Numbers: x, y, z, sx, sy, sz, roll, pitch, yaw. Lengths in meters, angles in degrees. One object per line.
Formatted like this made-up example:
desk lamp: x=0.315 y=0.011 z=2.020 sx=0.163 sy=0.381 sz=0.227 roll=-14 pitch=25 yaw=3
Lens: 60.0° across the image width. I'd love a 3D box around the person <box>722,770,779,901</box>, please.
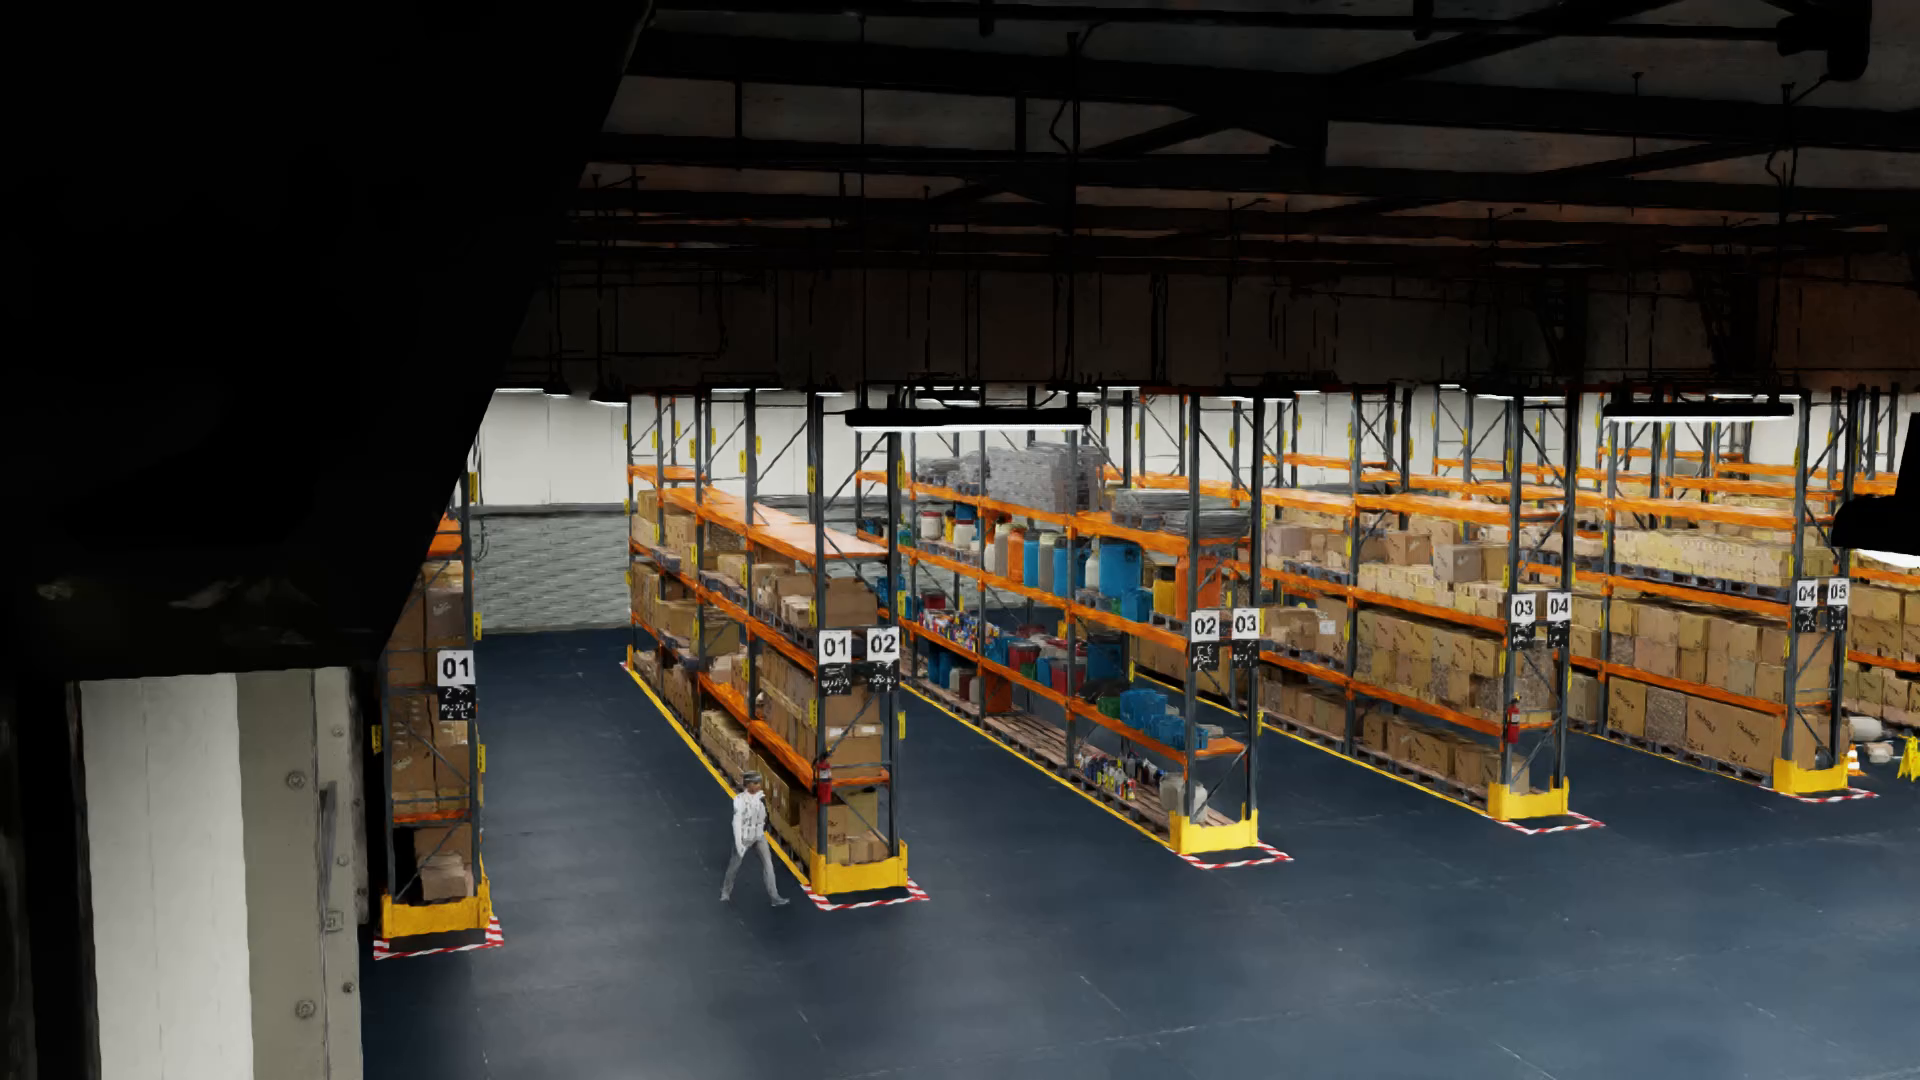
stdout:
person: x=-2.486 y=3.457 z=19.634 sx=0.406 sy=1.583 sz=0.723 roll=-5 pitch=8 yaw=-41
